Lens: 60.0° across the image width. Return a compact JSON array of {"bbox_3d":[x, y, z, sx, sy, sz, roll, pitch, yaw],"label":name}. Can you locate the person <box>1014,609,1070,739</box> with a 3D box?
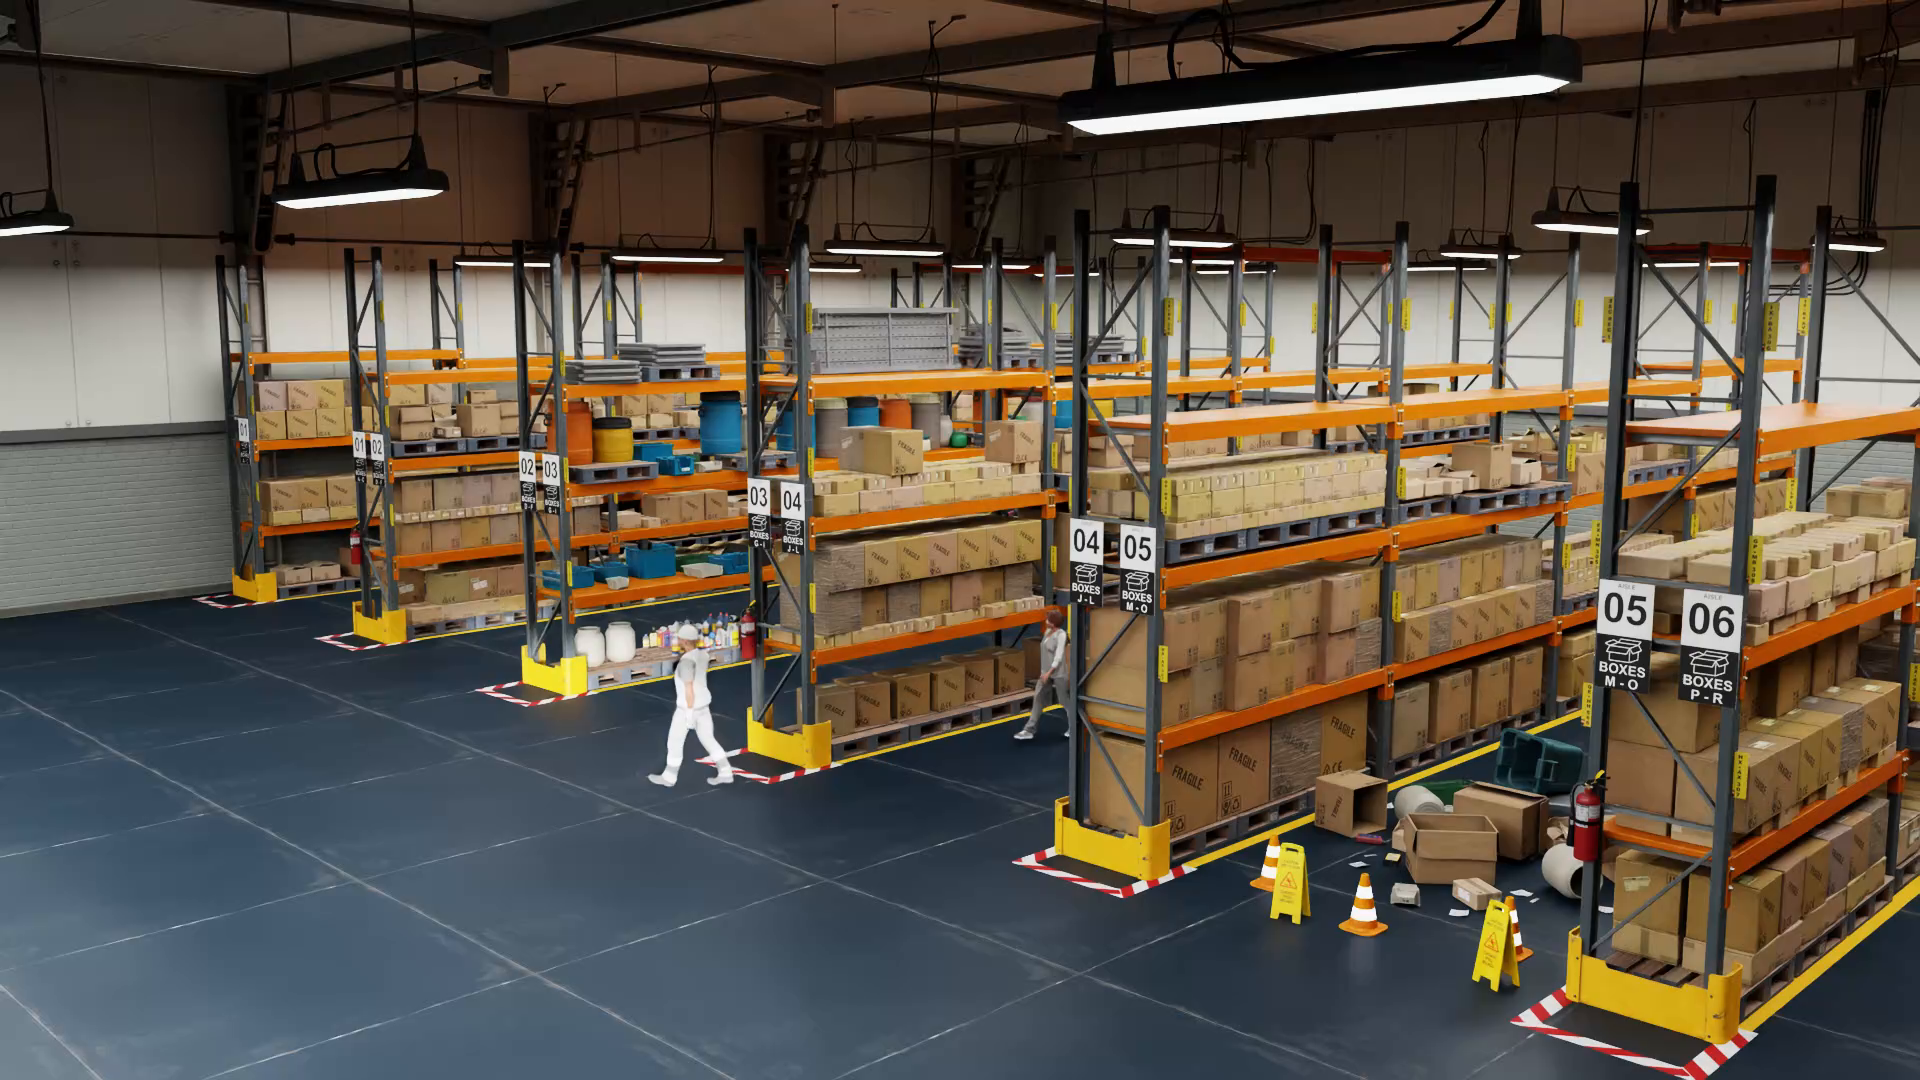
[{"bbox_3d":[1.056,1.595,19.712,0.903,1.552,0.432,-5,9,-31],"label":"person"}]

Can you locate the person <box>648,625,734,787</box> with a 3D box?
[{"bbox_3d":[-2.884,1.786,17.859,0.889,1.772,0.543,4,9,24],"label":"person"}]
